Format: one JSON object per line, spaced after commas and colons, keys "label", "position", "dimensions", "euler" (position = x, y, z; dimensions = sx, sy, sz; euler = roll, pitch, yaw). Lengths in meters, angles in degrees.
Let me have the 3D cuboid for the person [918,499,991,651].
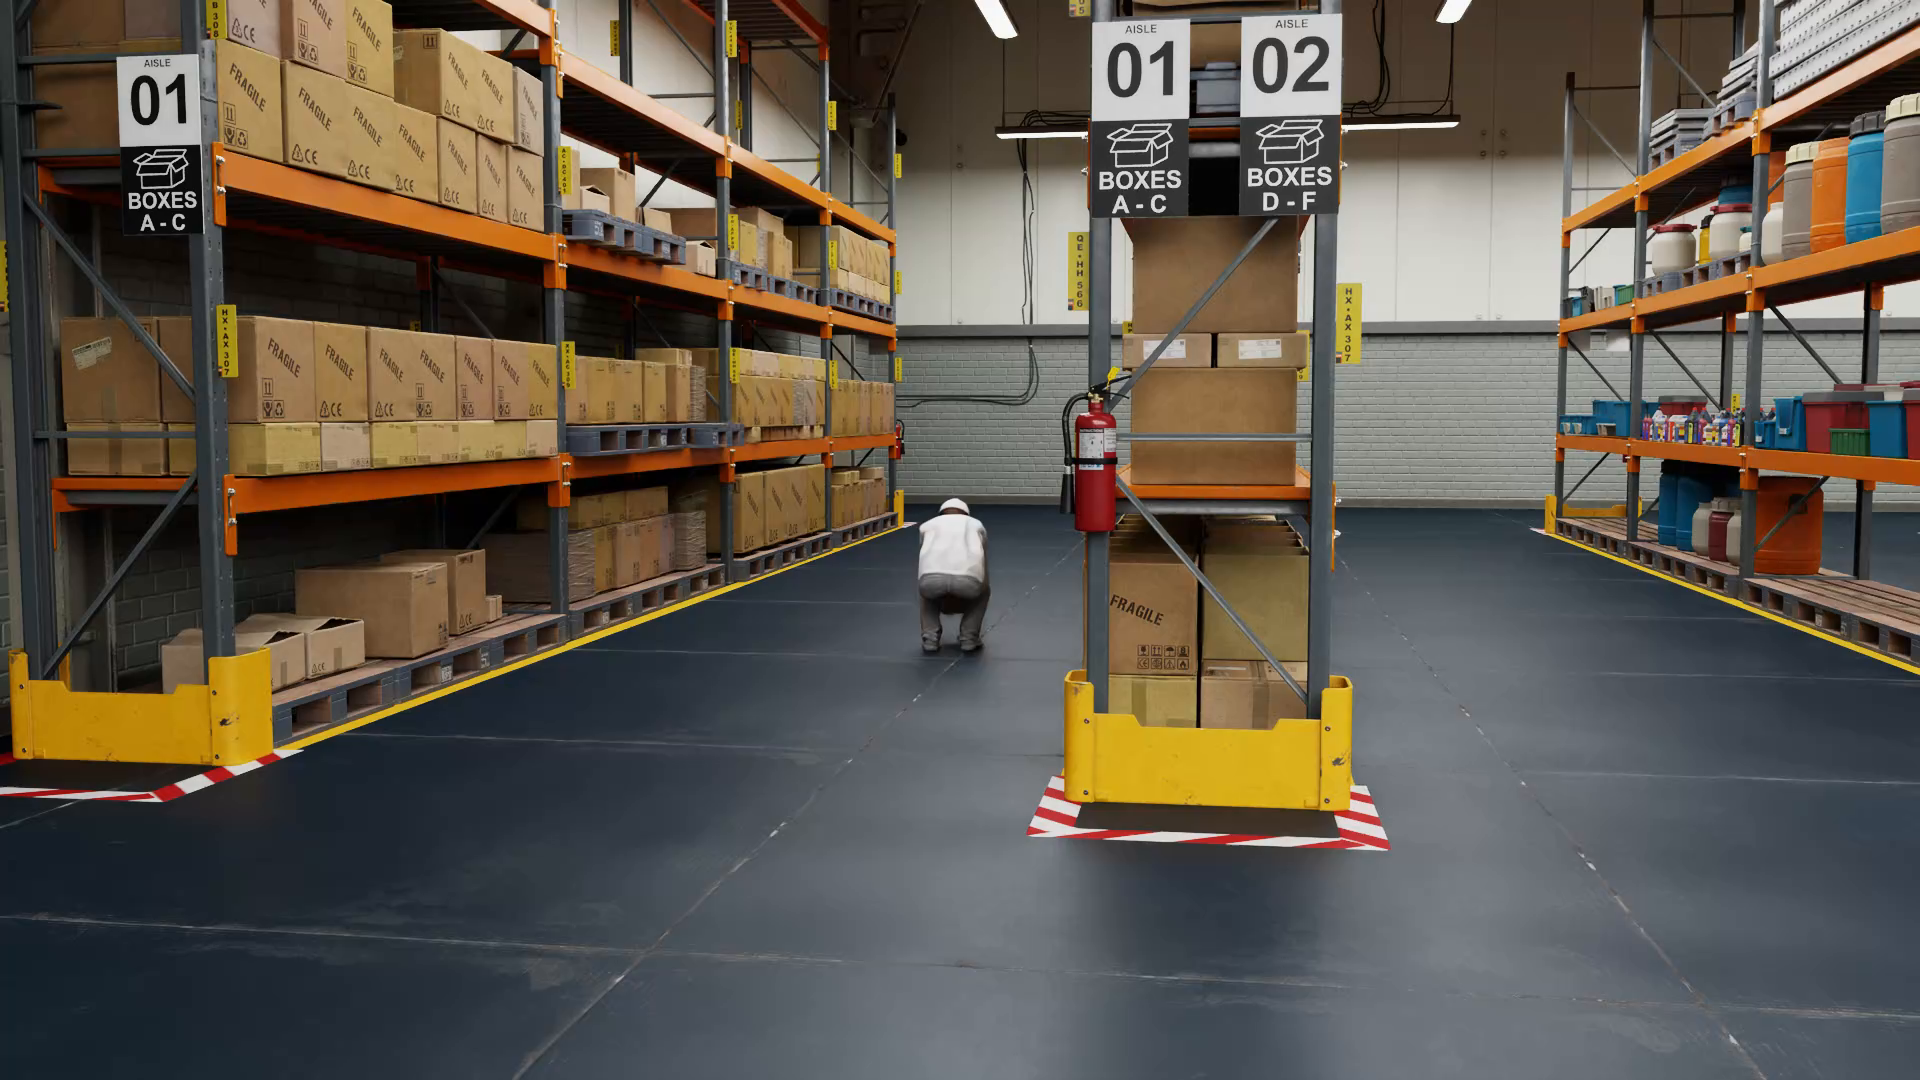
{"label": "person", "position": [-0.048, 0.235, 11.457], "dimensions": [0.502, 1.007, 0.902], "euler": [1, 4, 7]}
